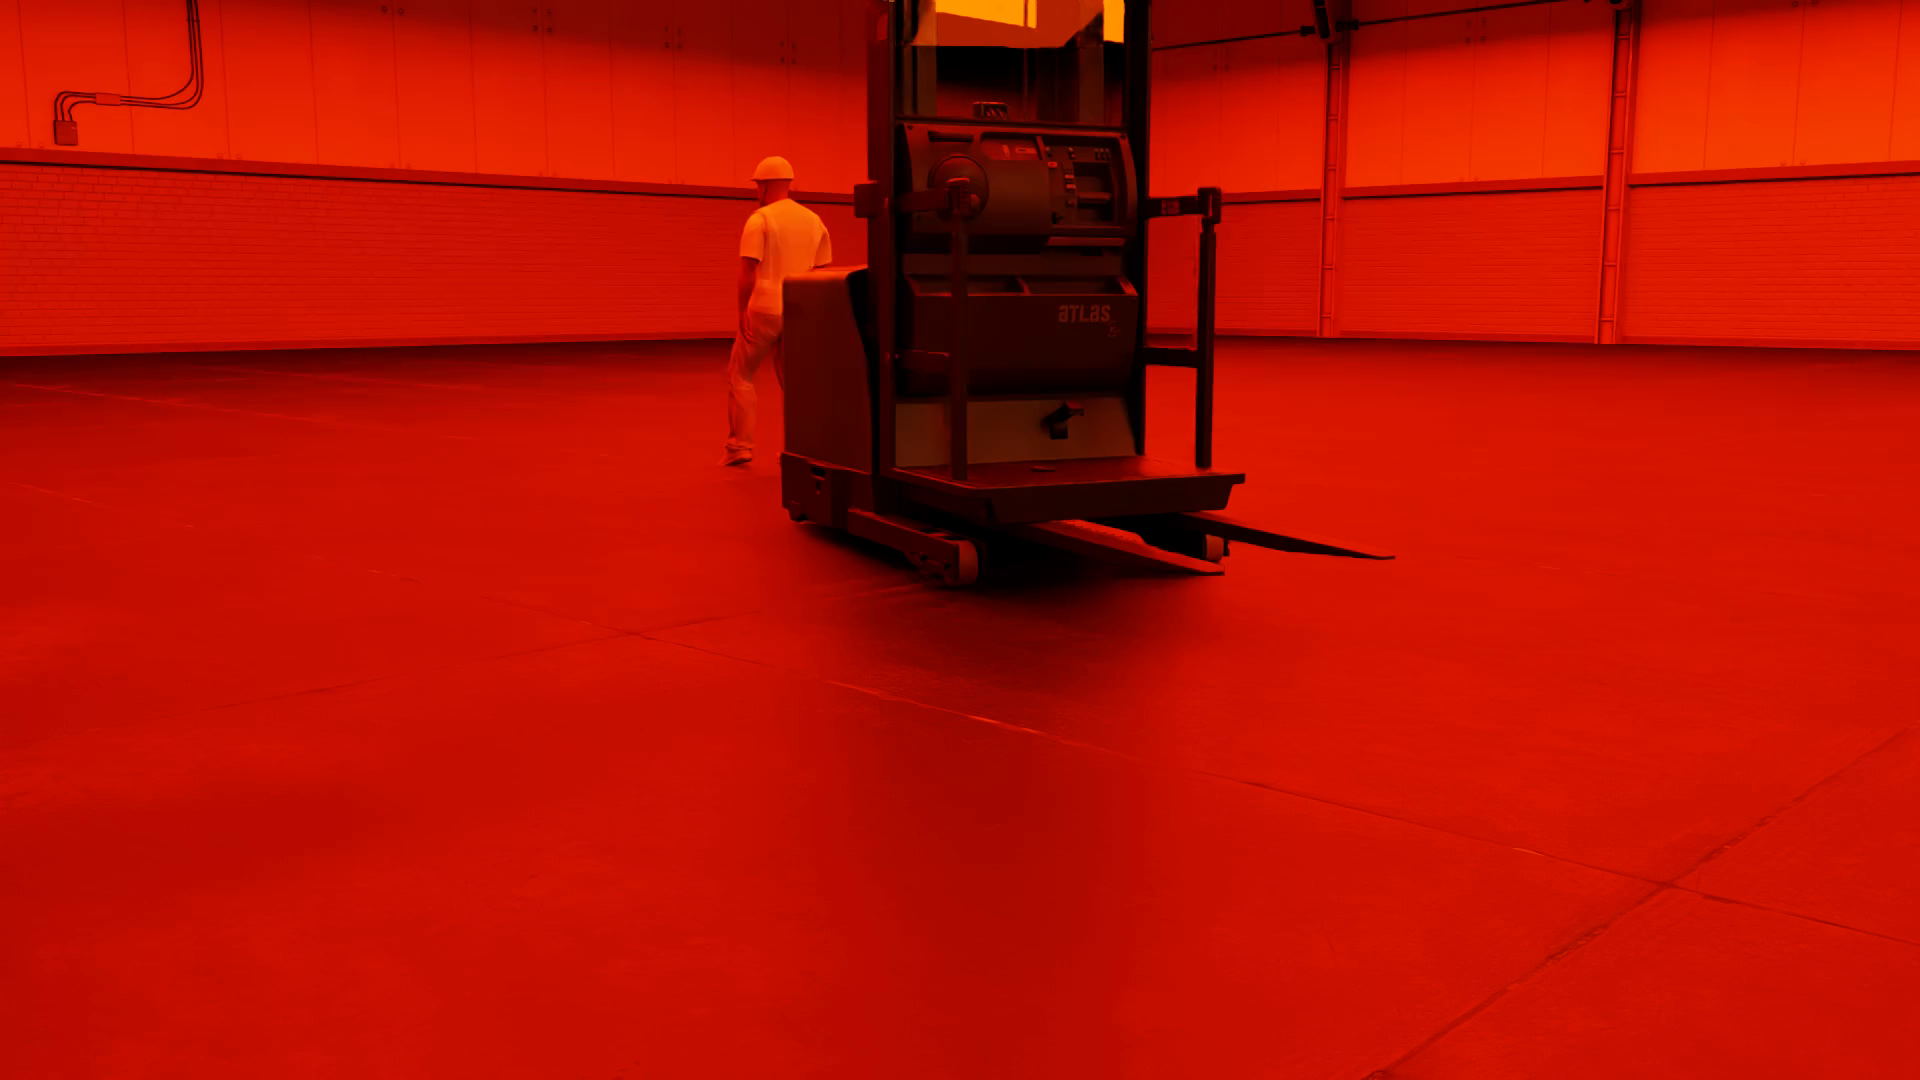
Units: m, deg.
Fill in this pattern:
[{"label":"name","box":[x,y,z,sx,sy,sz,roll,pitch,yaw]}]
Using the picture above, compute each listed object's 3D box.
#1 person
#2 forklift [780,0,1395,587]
[{"label":"person","box":[-1.073,-1.276,9.547,0.666,1.806,0.557,-8,12,-44]},{"label":"forklift","box":[0.324,-1.362,5.919,1.130,2.935,3.031,-4,9,-26]}]
